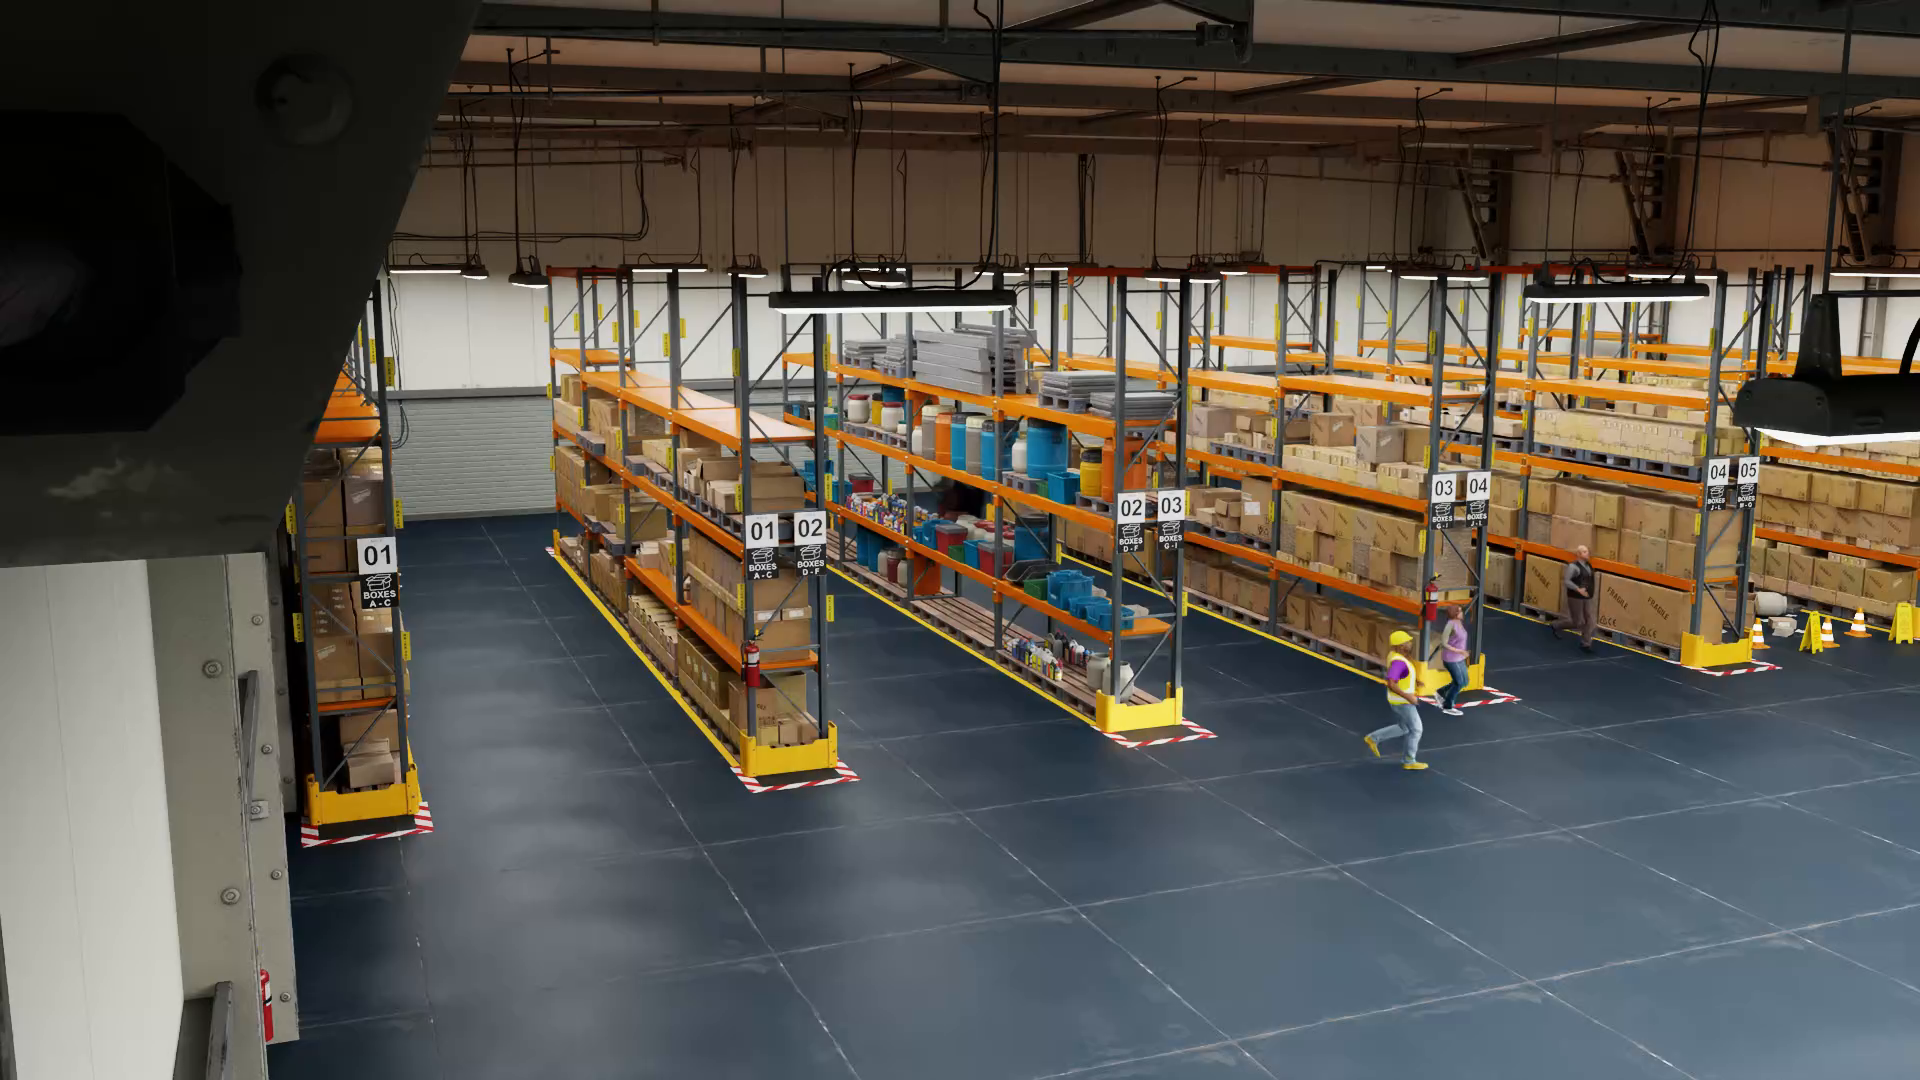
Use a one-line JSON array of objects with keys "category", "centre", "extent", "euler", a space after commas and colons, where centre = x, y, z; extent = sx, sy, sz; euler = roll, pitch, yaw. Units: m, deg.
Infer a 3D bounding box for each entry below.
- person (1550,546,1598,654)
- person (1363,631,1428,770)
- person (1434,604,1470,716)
[{"category": "person", "centre": [9.847, 0.929, 26.487], "extent": [0.664, 1.707, 0.845], "euler": [-6, 12, -31]}, {"category": "person", "centre": [5.384, 1.964, 20.414], "extent": [0.779, 1.730, 0.710], "euler": [2, 10, 9]}, {"category": "person", "centre": [6.748, 1.642, 22.767], "extent": [0.529, 1.540, 0.531], "euler": [7, 12, 35]}]
